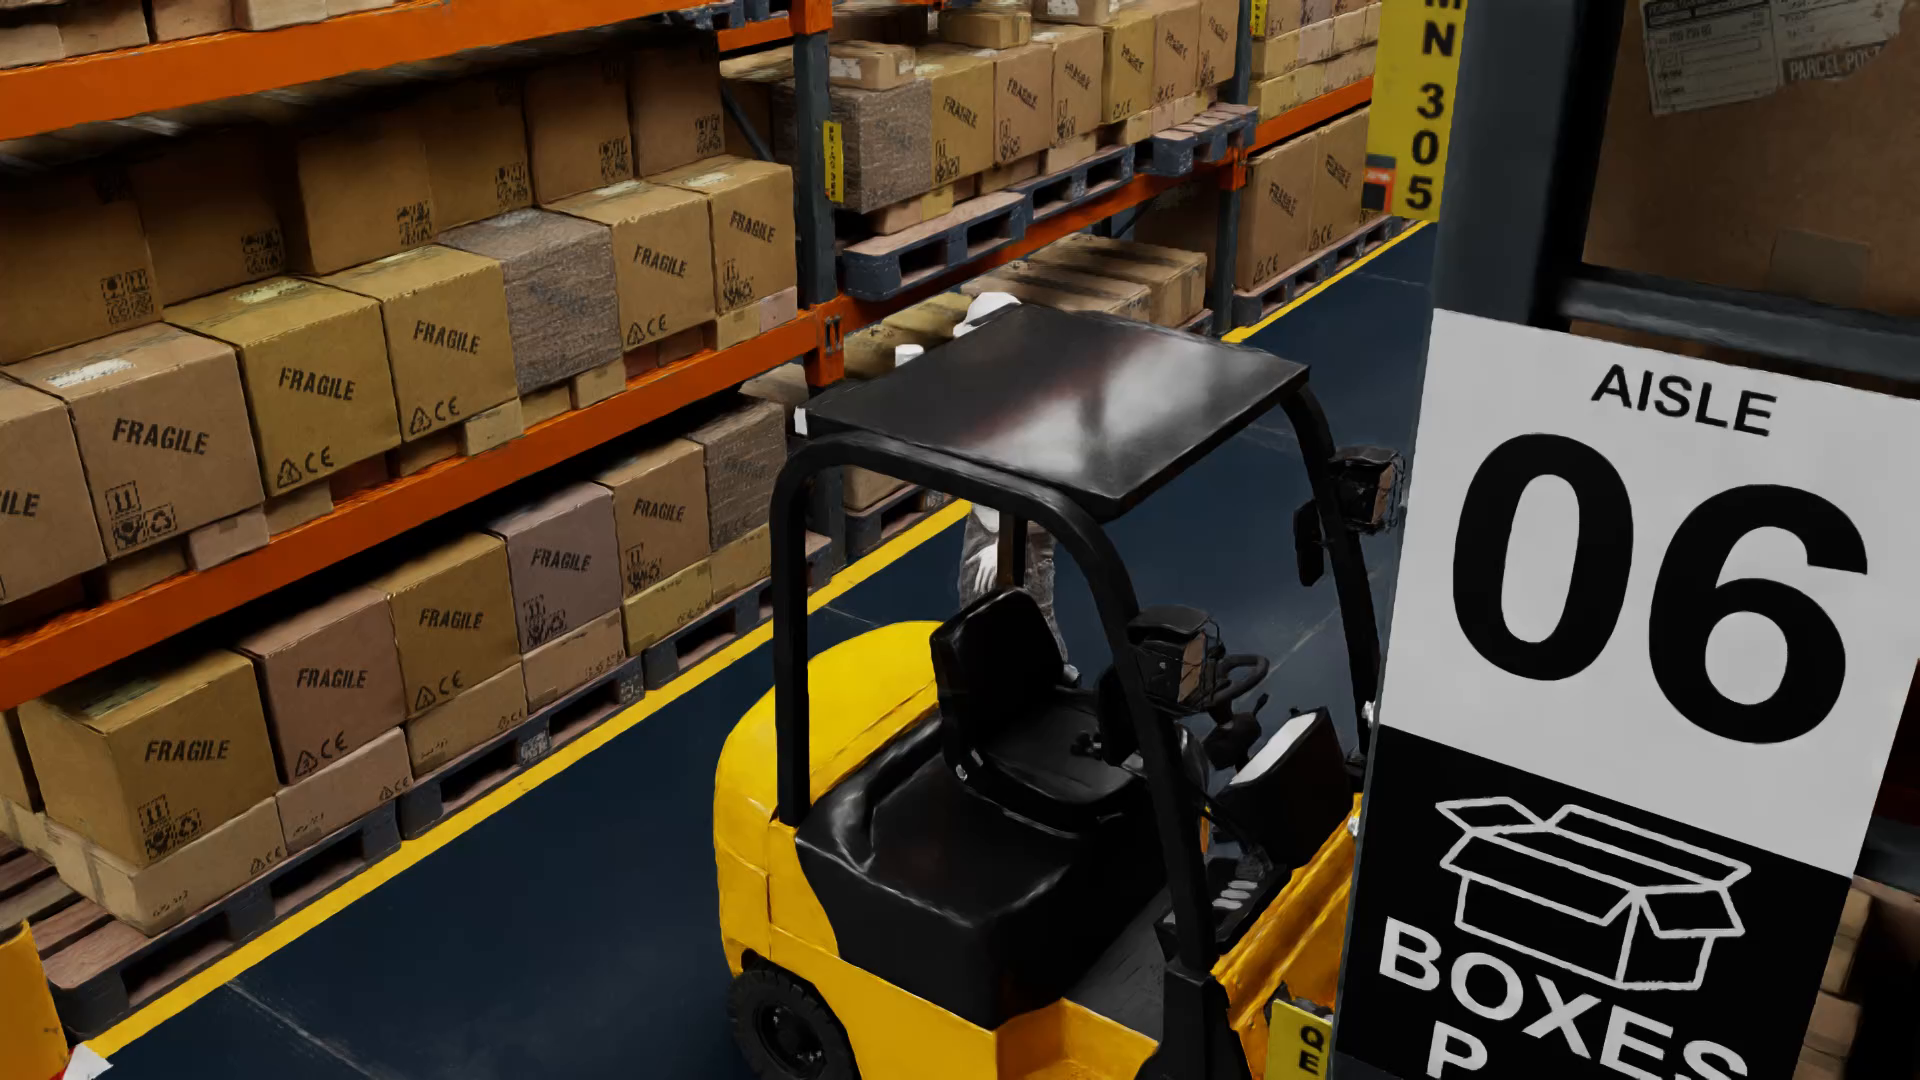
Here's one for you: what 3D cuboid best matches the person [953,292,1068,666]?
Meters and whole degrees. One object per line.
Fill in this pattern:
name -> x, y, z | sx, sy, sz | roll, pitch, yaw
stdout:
person -> 0.139, -0.047, 6.215 | 0.523, 1.833, 0.681 | -7, 27, -13
